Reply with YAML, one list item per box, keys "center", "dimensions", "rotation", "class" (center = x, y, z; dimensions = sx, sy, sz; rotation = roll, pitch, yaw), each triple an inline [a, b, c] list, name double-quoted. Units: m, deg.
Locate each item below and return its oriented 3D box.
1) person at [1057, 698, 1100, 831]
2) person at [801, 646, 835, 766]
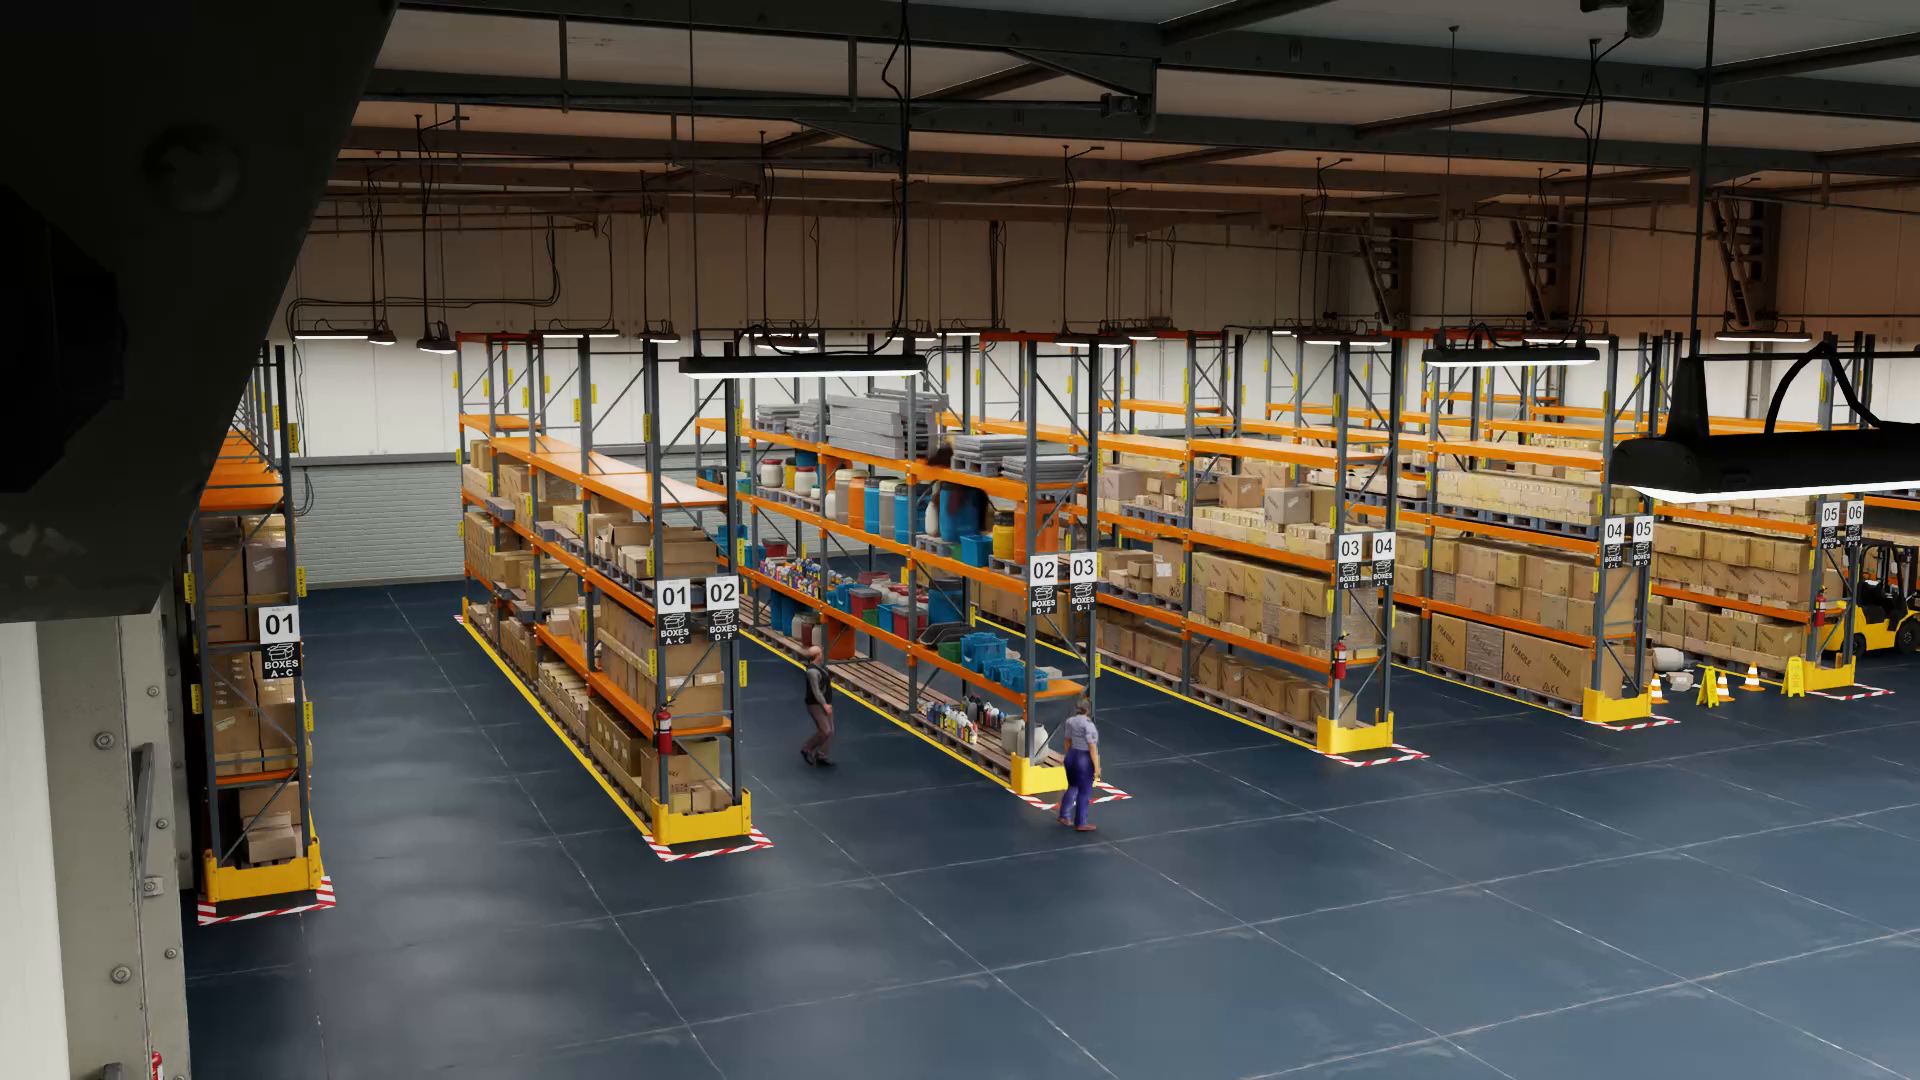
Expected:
- center: [1.504, 2.792, 20.550]
  dimensions: [0.360, 1.703, 0.573]
  rotation: [-7, 10, -40]
  class: "person"
- center: [-1.980, 2.337, 23.514]
  dimensions: [0.509, 1.722, 0.633]
  rotation: [2, 8, 14]
  class: "person"
